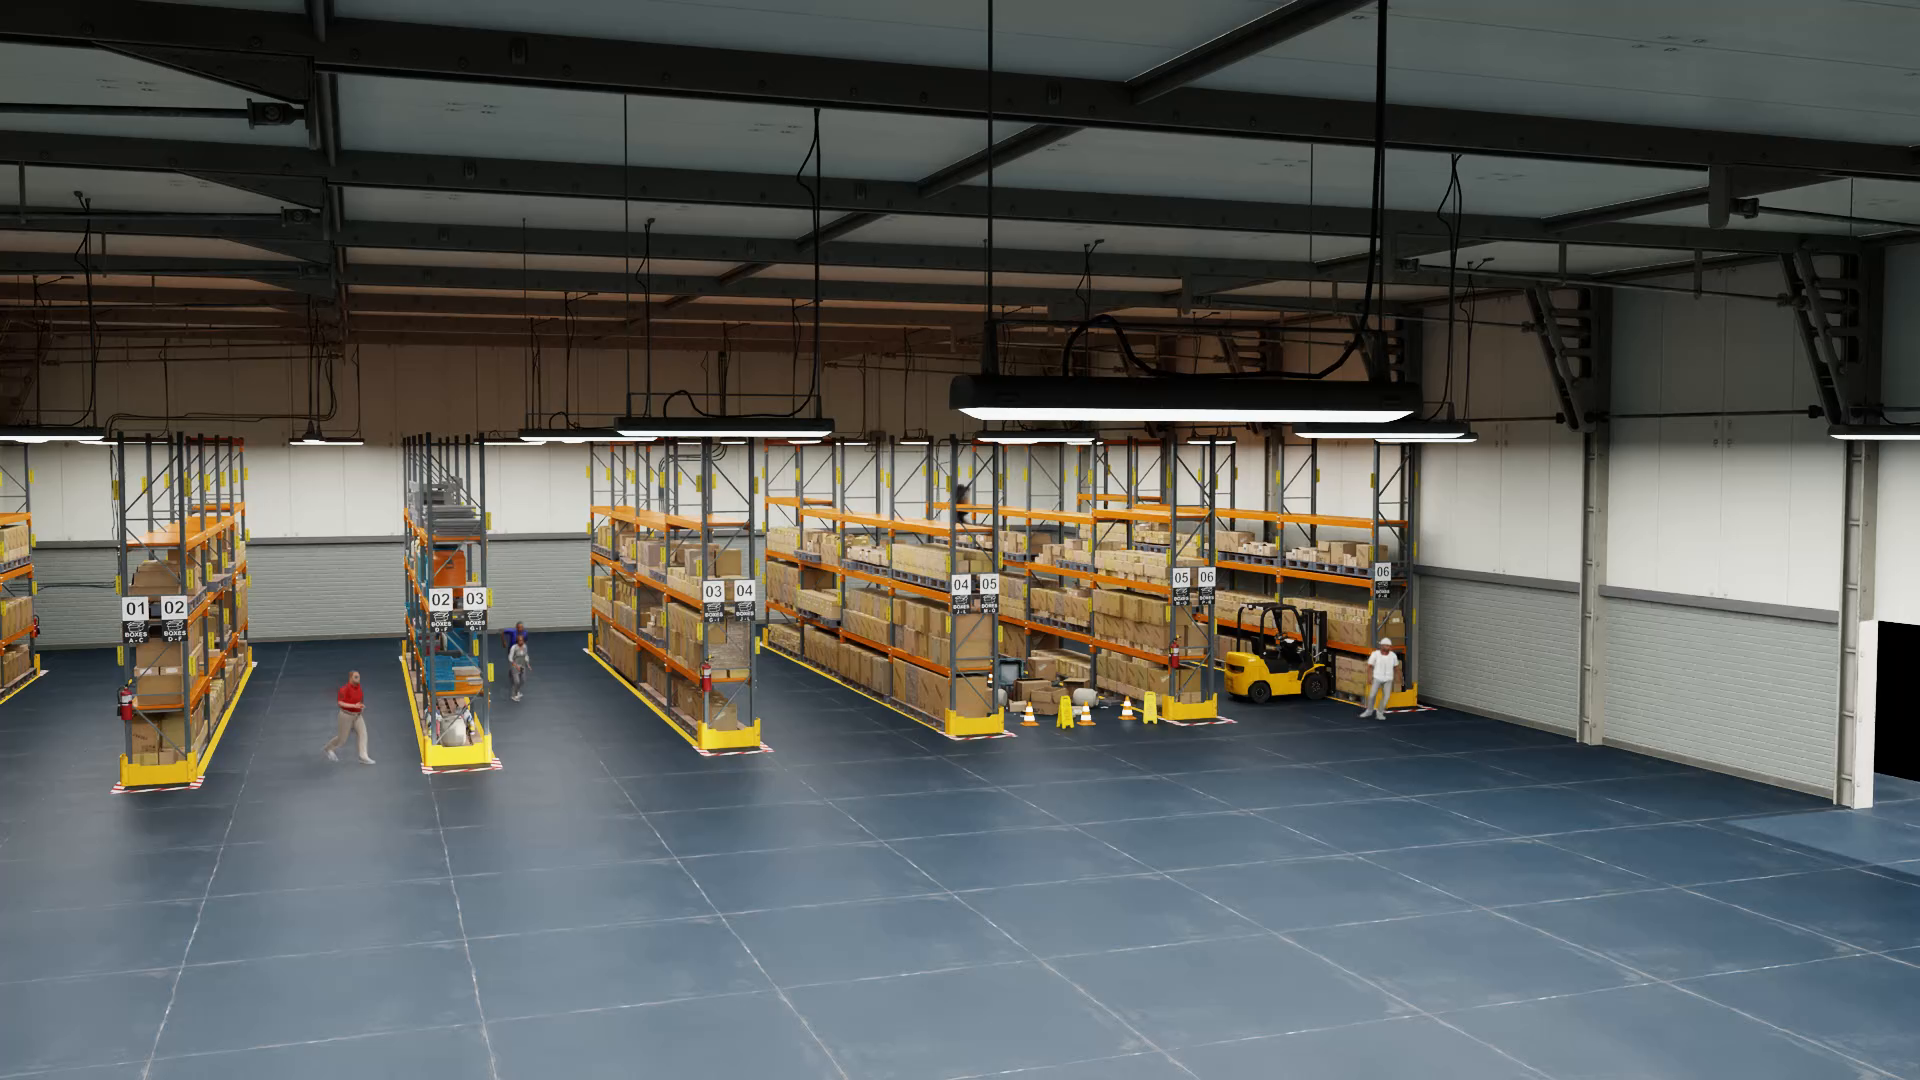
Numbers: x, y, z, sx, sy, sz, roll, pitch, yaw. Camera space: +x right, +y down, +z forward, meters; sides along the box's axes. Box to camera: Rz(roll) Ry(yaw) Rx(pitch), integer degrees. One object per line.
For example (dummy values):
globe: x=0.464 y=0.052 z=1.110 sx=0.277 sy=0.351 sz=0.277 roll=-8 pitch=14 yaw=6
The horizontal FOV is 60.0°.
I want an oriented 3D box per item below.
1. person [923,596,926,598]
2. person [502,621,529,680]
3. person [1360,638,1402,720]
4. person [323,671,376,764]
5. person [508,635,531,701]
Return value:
person: x=-0.942 y=2.107 z=51.287 sx=0.599 sy=1.577 sz=0.619 roll=-1 pitch=3 yaw=-18
person: x=-10.806 y=2.742 z=40.322 sx=0.623 sy=1.603 sz=0.963 roll=-2 pitch=4 yaw=-33
person: x=8.830 y=2.921 z=34.873 sx=0.793 sy=1.734 sz=0.589 roll=0 pitch=3 yaw=-4
person: x=-11.024 y=3.189 z=29.953 sx=1.042 sy=1.692 sz=0.629 roll=1 pitch=3 yaw=25
person: x=-10.039 y=2.885 z=37.633 sx=0.706 sy=1.524 sz=0.509 roll=3 pitch=4 yaw=43
